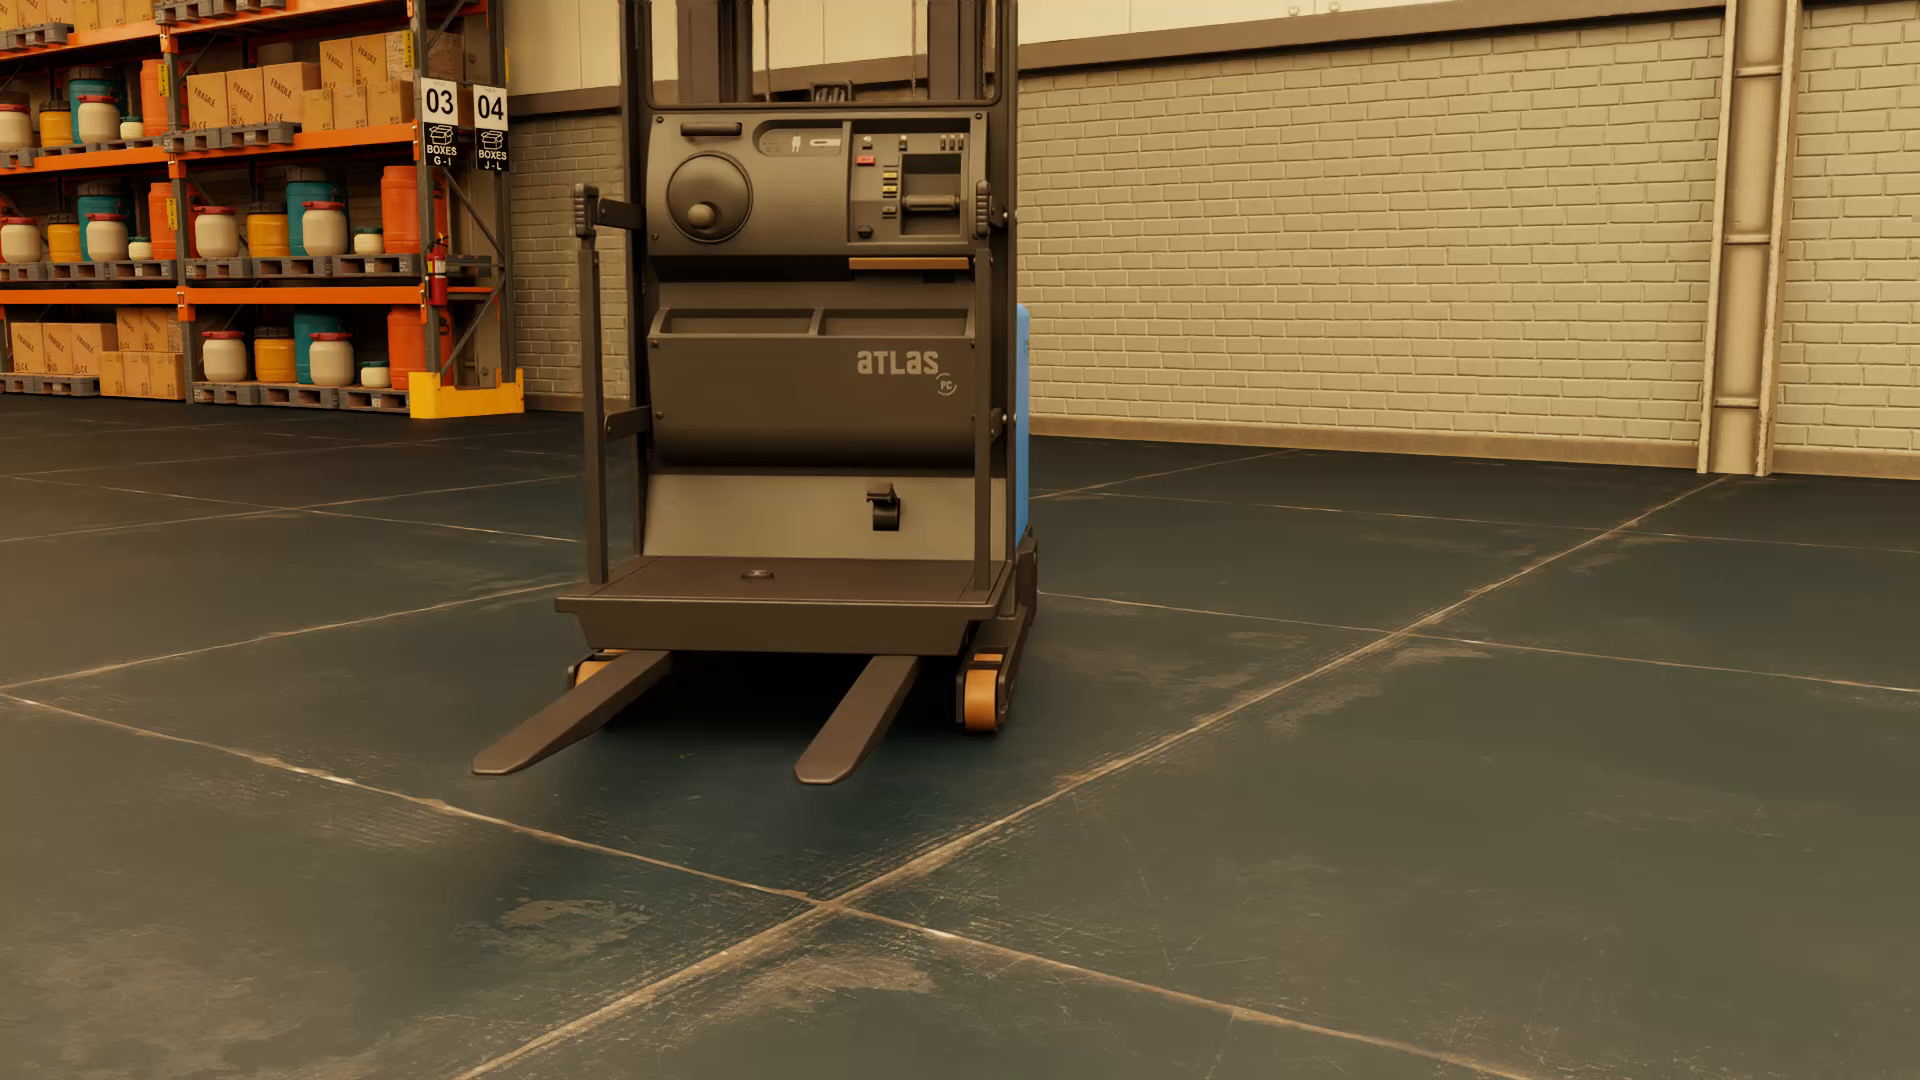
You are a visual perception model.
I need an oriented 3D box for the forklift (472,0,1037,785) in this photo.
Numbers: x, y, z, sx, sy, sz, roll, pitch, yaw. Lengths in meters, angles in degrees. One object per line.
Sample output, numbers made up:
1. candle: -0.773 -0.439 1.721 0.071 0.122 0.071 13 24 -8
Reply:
1. forklift: -0.410 -1.014 4.324 1.130 2.935 3.031 1 8 6
